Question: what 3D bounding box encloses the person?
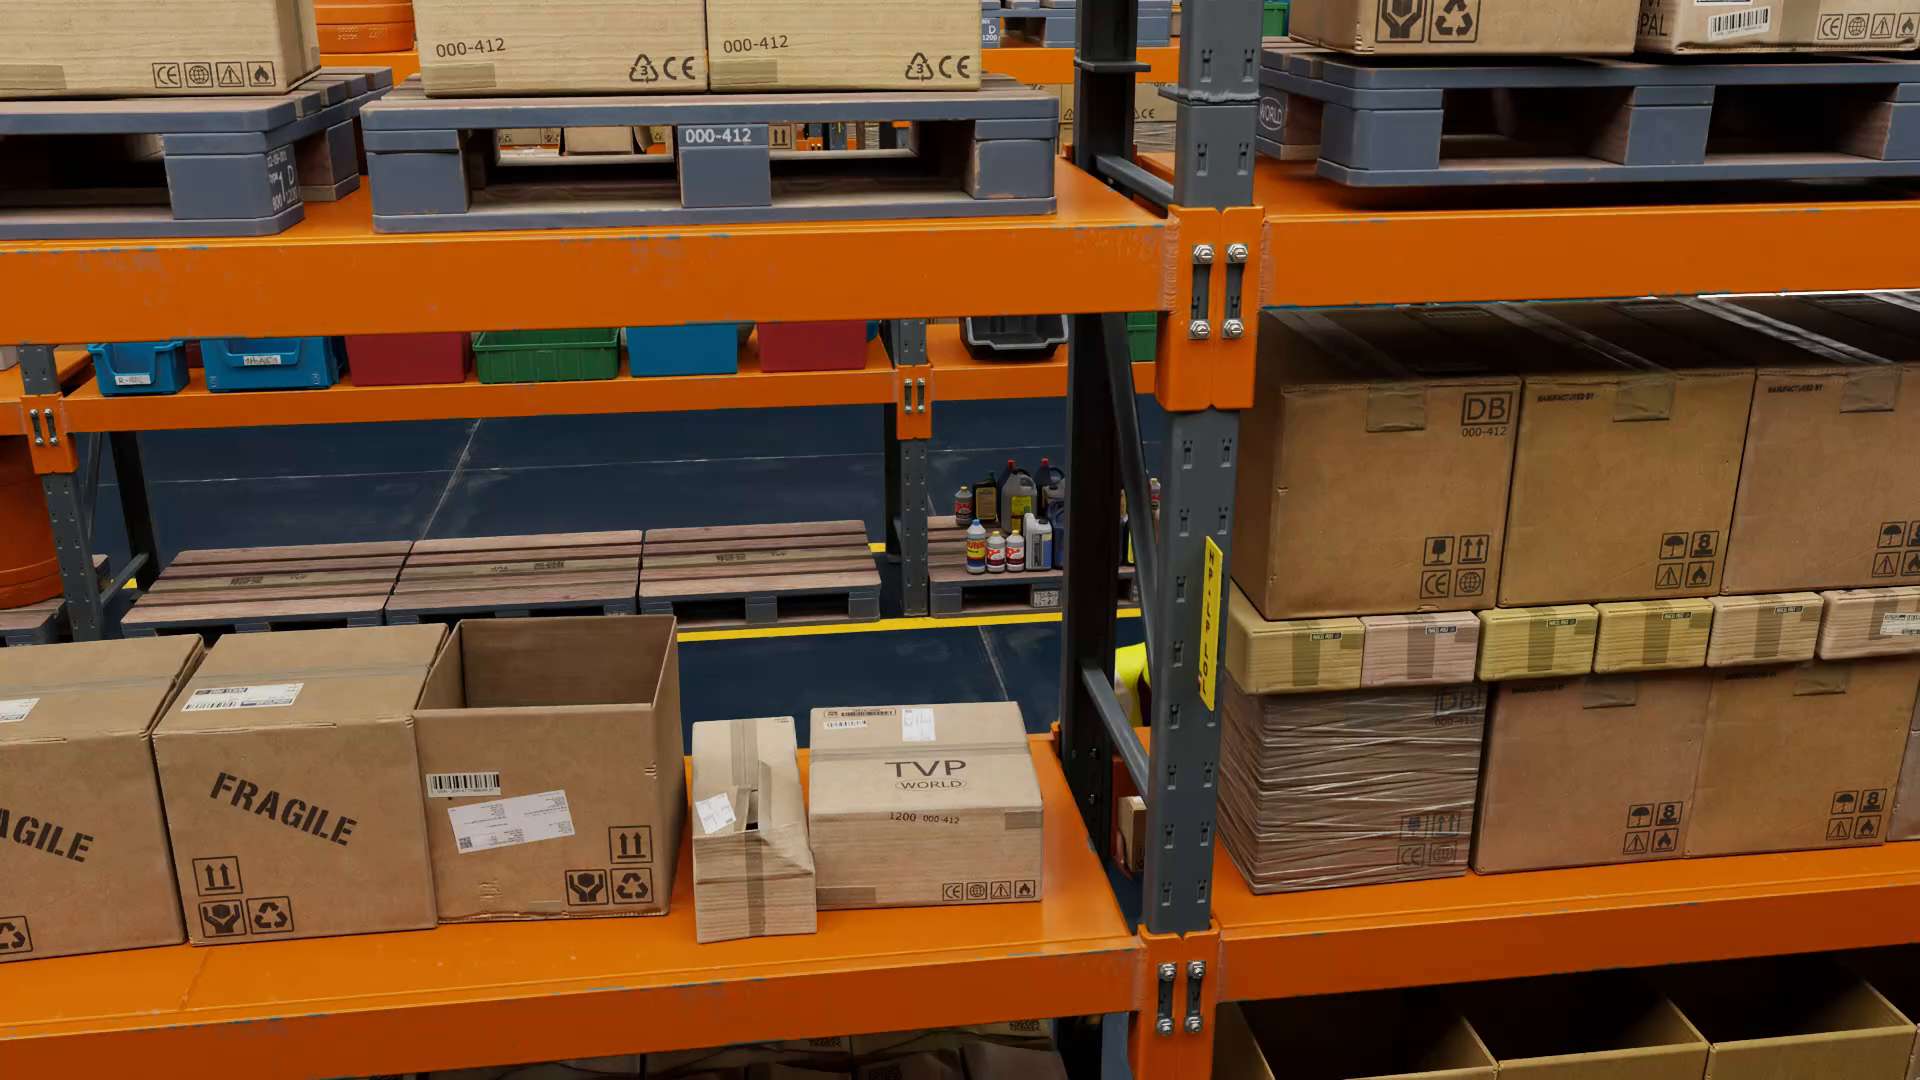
[{"bbox_3d":[0.666,0.729,6.157,0.587,1.002,0.865,-3,20,-8],"label":"person"}]
